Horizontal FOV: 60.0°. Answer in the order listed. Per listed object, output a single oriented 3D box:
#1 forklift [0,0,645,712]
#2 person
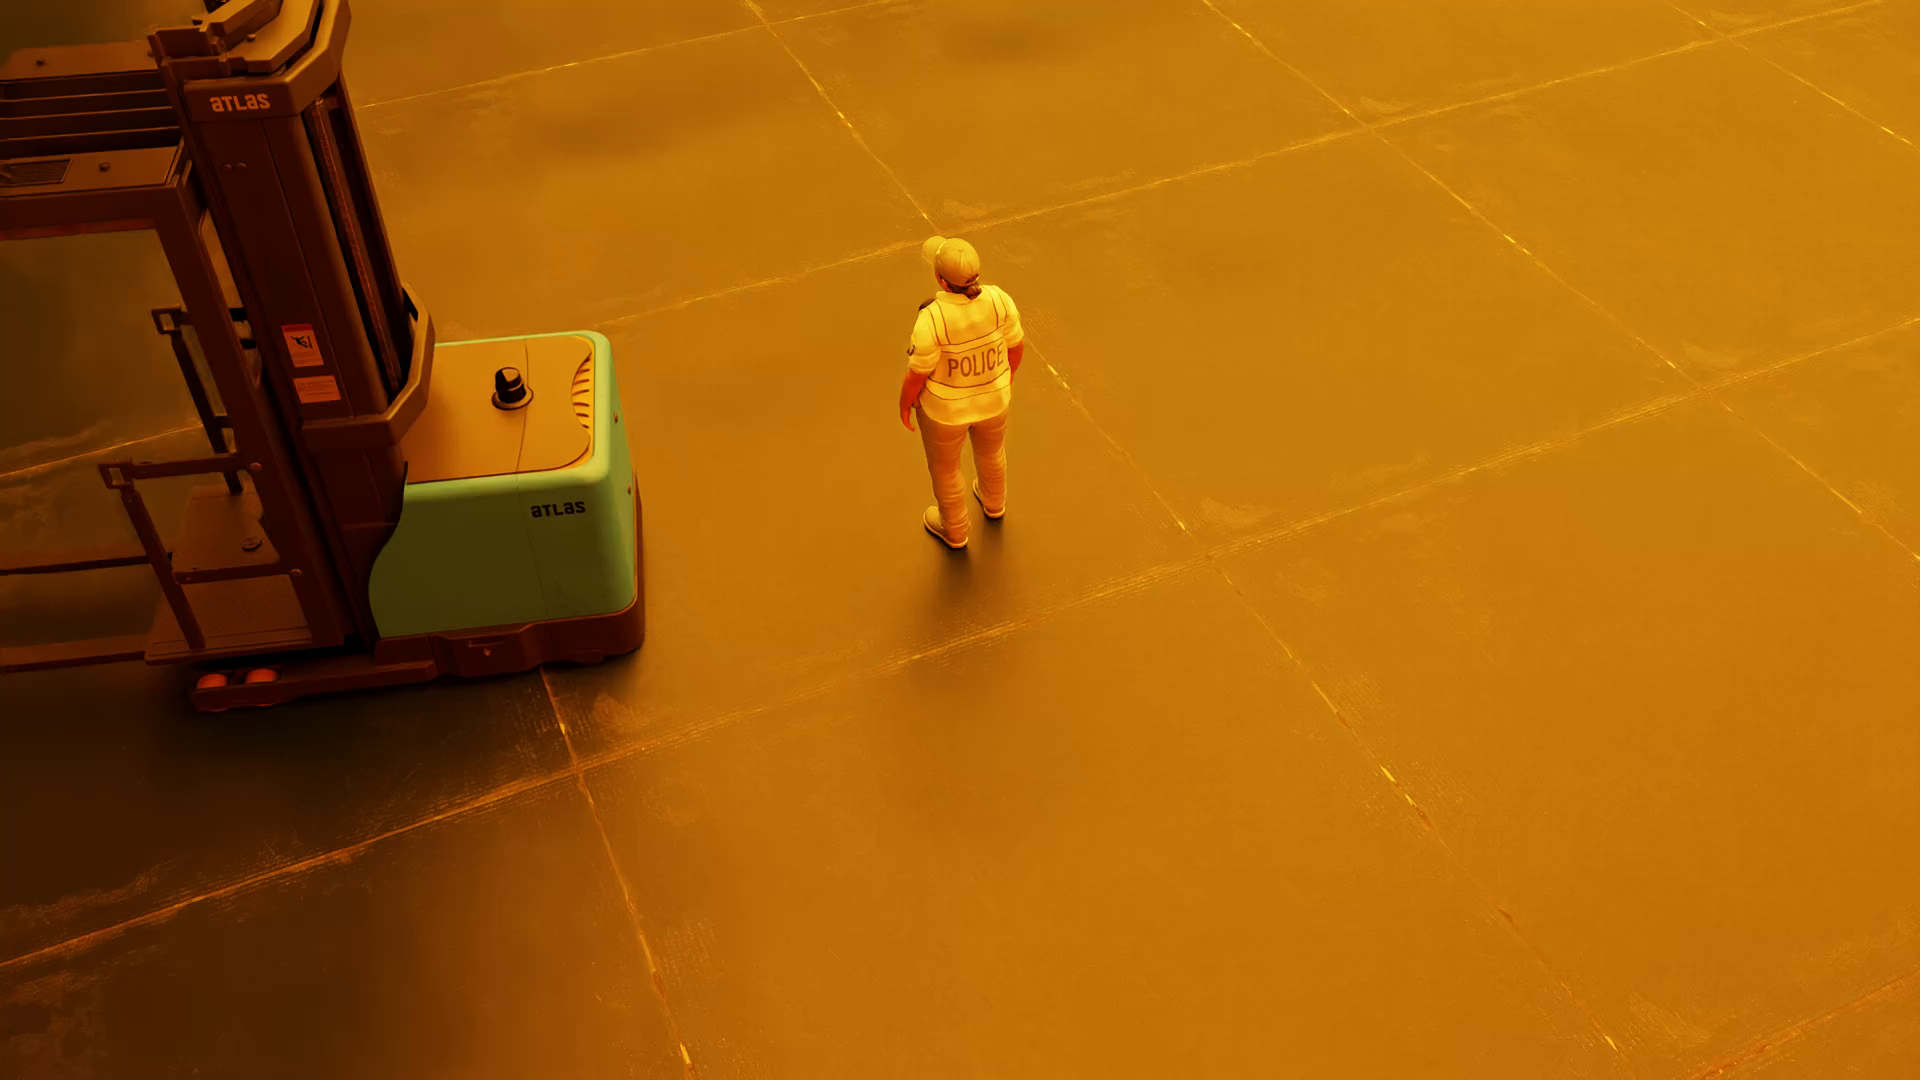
[{"bbox_3d":[-2.943,-0.733,6.465,3.031,2.935,1.130,-6,43,-6],"label":"forklift"},{"bbox_3d":[-0.007,-0.670,7.314,0.587,1.670,0.529,-18,46,-18],"label":"person"}]
